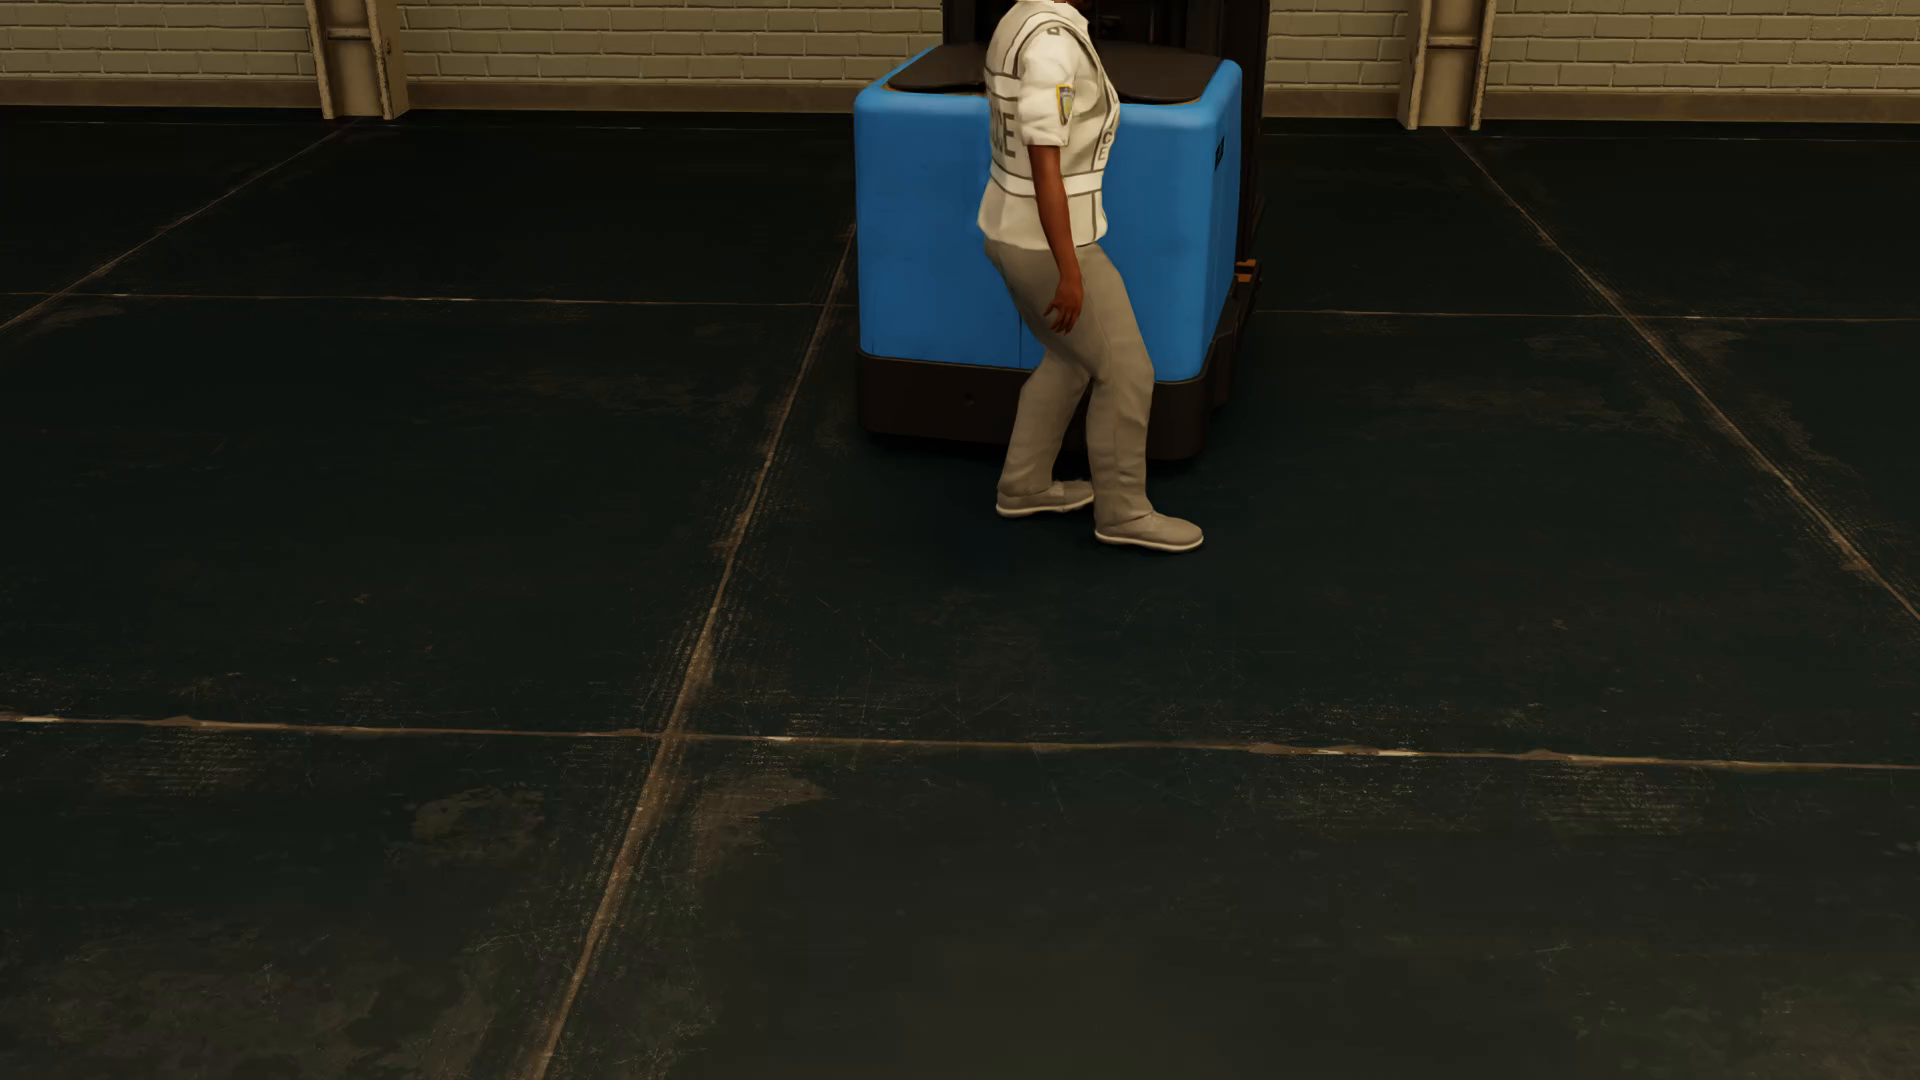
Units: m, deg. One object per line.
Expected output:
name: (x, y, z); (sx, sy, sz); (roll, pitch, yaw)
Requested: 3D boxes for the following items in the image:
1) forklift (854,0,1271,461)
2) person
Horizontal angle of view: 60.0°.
forklift: (0.540, -2.175, 5.619); (1.130, 2.935, 3.031); (6, 27, 13)
person: (0.334, -0.768, 4.248); (0.575, 1.615, 0.675); (-5, 27, -10)
